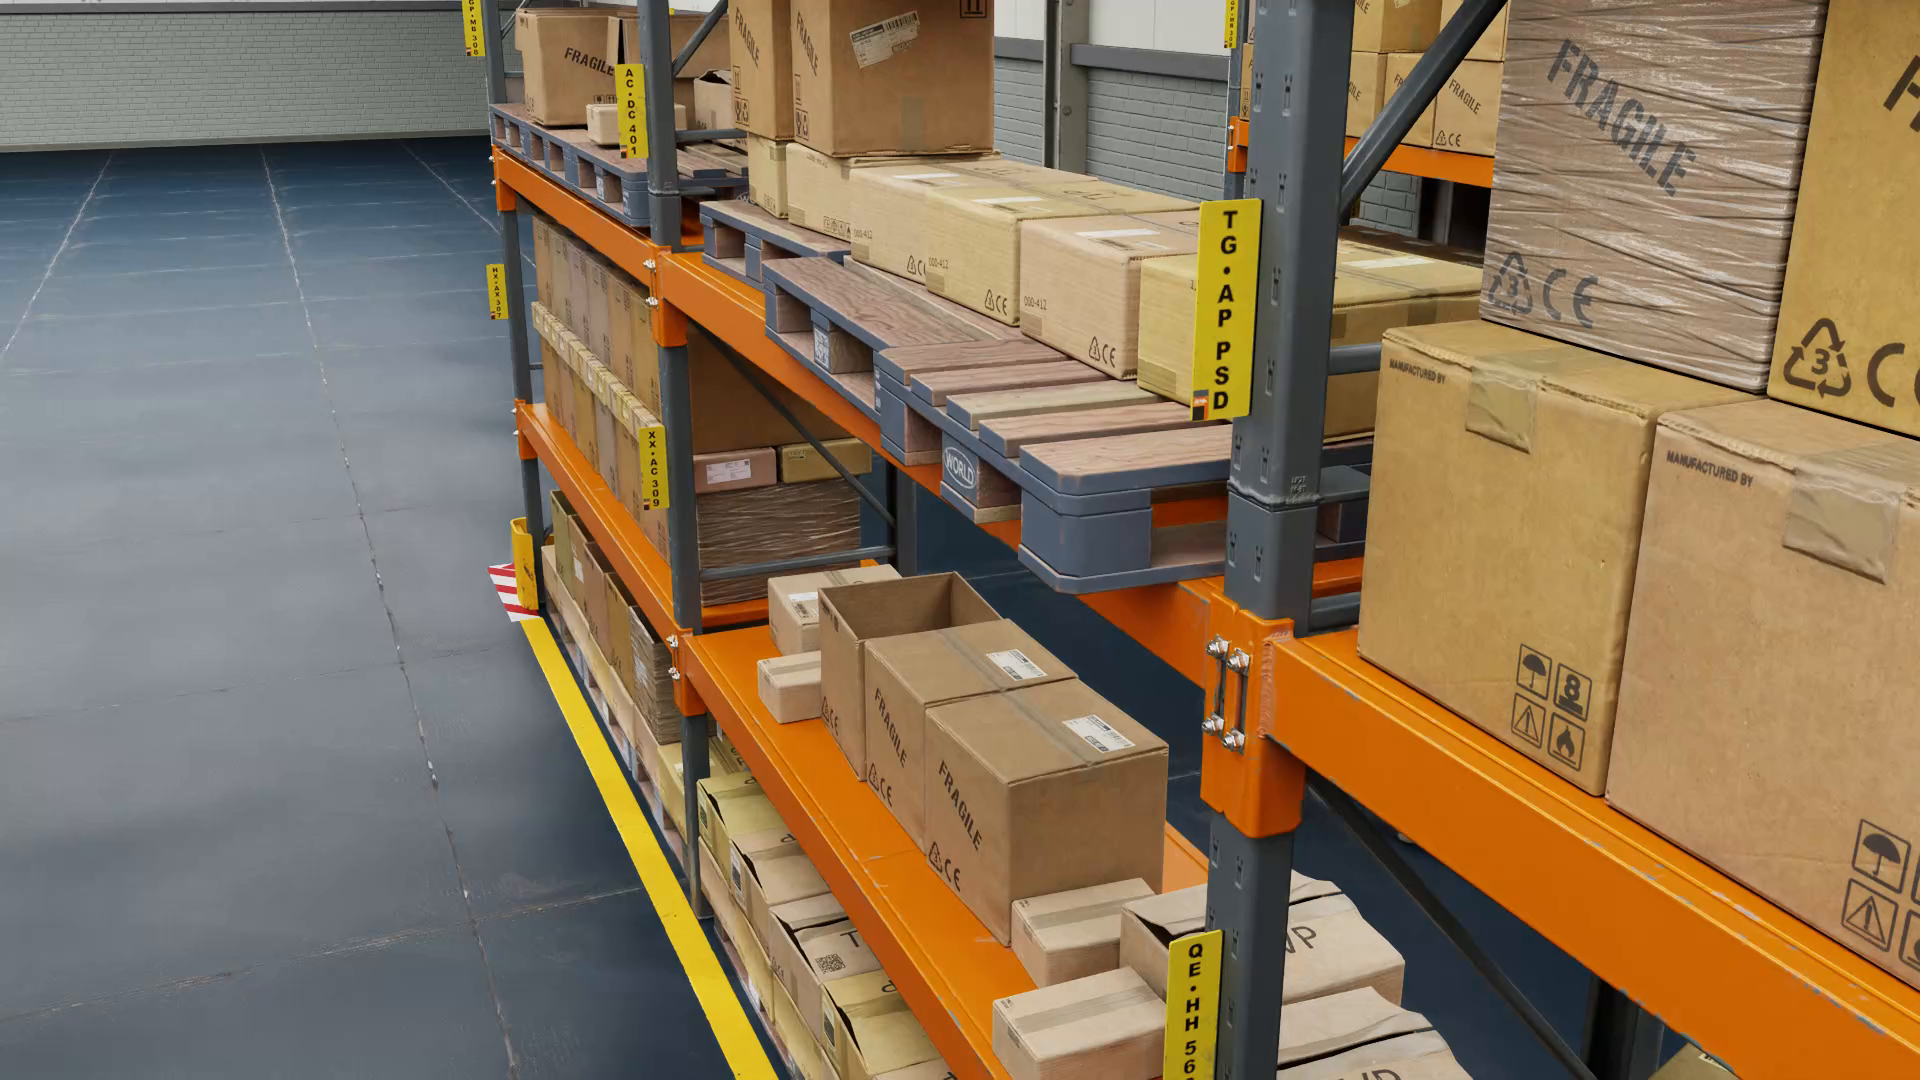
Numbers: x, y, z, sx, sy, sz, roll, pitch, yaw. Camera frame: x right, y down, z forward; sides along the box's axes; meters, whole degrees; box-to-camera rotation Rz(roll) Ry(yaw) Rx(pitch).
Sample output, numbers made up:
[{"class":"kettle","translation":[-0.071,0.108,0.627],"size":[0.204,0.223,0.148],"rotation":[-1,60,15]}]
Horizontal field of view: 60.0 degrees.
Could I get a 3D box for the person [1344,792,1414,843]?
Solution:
[{"class":"person","translation":[1.955,0.570,7.356],"size":[0.702,1.652,0.449],"rotation":[16,25,39]}]
